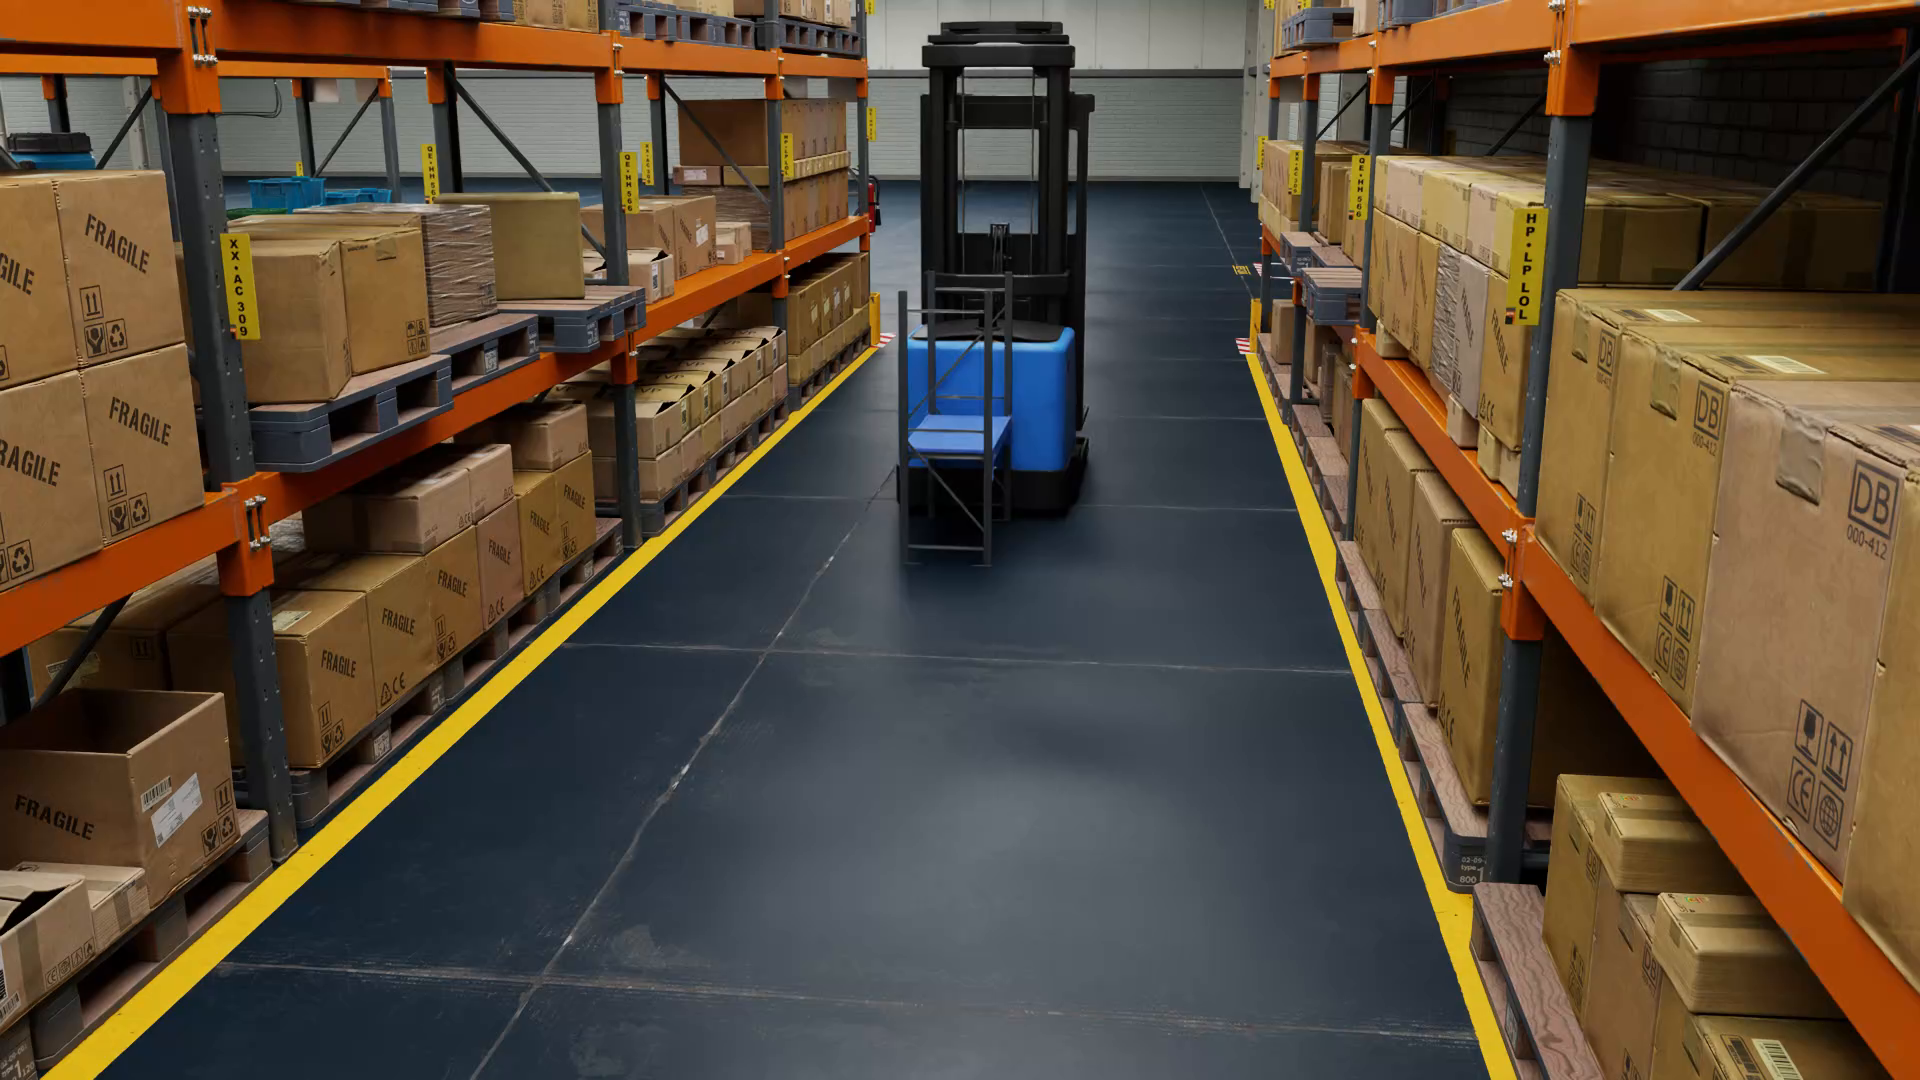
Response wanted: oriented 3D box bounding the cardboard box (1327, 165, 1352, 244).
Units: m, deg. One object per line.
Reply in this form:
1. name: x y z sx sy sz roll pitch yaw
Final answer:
1. cardboard box: 2.886 -2.296 11.374 0.700 0.500 0.500 3 15 12

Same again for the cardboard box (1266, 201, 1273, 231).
1. cardboard box: 3.020 -2.902 14.896 0.500 0.250 0.500 1 15 5

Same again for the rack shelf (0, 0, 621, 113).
1. rack shelf: -2.552 -2.001 6.947 1.077 0.370 4.000 2 15 6

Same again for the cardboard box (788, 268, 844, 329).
1. cardboard box: -1.345 -2.194 15.056 0.500 0.500 0.500 2 15 6

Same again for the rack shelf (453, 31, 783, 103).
1. rack shelf: -2.101 -3.038 10.784 1.077 0.370 4.000 2 15 6

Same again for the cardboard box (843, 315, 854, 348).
1. cardboard box: -1.290 -1.962 15.633 0.500 0.250 0.500 2 15 6

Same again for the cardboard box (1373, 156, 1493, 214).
1. cardboard box: 2.285 -1.720 8.040 0.500 0.250 0.500 2 15 8

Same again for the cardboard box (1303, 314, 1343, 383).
1. cardboard box: 3.125 -1.588 13.733 0.500 0.500 0.500 1 15 2

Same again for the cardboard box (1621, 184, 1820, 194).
1. cardboard box: 2.508 -1.048 5.553 0.500 0.250 0.500 2 15 7

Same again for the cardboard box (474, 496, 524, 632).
1. cardboard box: -2.311 0.095 7.509 0.500 0.500 0.500 1 15 4

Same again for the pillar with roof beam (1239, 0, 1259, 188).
1. pillar with roof beam: 3.387 -13.945 43.996 9.100 9.000 0.400 2 15 6

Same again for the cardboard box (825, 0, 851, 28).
1. cardboard box: -1.292 -4.833 15.258 0.500 0.250 0.500 2 15 6

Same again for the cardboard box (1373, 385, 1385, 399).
1. cardboard box: 2.752 -0.976 10.034 0.500 0.250 0.500 2 15 7

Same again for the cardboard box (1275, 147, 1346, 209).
1. cardboard box: 2.911 -3.002 13.831 0.500 0.500 0.500 1 15 5

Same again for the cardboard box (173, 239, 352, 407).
1. cardboard box: -2.502 -0.749 5.689 0.700 0.500 0.500 -3 16 -13

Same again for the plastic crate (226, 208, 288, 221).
1. plastic crate: -6.363 -2.845 14.842 0.450 0.188 0.662 2 15 6

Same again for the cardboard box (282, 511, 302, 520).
1. cardboard box: -2.831 0.086 7.542 0.500 0.500 0.500 1 15 4

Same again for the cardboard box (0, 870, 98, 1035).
1. cardboard box: -2.645 1.055 4.323 0.500 0.311 0.500 2 15 6

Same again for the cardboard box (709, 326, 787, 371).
1. cardboard box: -1.636 -1.489 12.811 0.500 0.311 0.500 2 15 6

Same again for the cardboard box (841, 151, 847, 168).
1. cardboard box: -1.306 -3.683 16.100 0.380 0.149 0.250 2 15 8

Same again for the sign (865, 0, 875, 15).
1. sign: -0.886 -5.311 16.267 0.100 0.325 0.005 2 15 6

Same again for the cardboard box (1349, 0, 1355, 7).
1. cardboard box: 2.837 -3.620 10.923 0.500 0.311 0.500 2 15 8

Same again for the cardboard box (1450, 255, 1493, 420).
1. cardboard box: 1.994 -0.698 5.697 0.500 0.500 0.500 2 15 7

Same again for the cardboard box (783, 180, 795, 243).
1. cardboard box: -1.778 -2.757 13.920 0.700 0.500 0.500 2 15 6

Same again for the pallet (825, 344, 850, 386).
1. pallet: -1.609 -1.633 15.295 1.003 0.211 1.213 2 15 6

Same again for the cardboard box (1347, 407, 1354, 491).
1. cardboard box: 2.625 -0.468 9.592 0.700 0.500 0.500 2 15 7

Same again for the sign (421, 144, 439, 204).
1. sign: -2.878 -1.993 9.069 0.100 0.325 0.005 2 15 6

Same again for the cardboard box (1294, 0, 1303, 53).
1. cardboard box: 2.928 -4.086 13.052 0.500 0.500 0.500 0 15 2

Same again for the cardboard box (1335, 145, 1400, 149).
1. cardboard box: 3.479 -3.125 14.283 0.500 0.500 0.500 2 15 7

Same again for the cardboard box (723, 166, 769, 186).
1. cardboard box: -1.652 -2.882 13.139 0.380 0.149 0.250 2 15 6

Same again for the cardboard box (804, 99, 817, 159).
1. cardboard box: -1.662 -3.637 14.688 0.700 0.500 0.500 2 15 6

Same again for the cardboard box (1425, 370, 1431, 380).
1. cardboard box: 2.211 -0.749 7.130 0.380 0.149 0.250 2 15 7

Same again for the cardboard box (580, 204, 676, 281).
1. cardboard box: -2.153 -1.903 10.761 0.500 0.500 0.500 1 15 3

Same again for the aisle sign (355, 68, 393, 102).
1. aisle sign: -6.042 -4.906 17.077 0.394 0.787 0.004 2 15 6

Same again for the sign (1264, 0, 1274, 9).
1. sign: 2.959 -5.235 15.854 0.100 0.325 0.005 2 15 6

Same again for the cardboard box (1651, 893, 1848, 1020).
1. cardboard box: 1.680 0.864 3.462 0.380 0.149 0.250 1 15 5

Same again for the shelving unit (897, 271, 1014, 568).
1. shelving unit: -0.009 -0.714 9.428 0.538 1.500 1.048 2 15 7

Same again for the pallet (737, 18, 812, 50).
1. pallet: -1.805 -4.084 13.441 1.003 0.211 1.213 2 15 6

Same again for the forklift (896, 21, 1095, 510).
1. forklift: 0.318 -1.934 11.199 1.130 2.935 3.031 2 15 7

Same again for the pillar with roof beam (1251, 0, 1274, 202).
1. pillar with roof beam: 2.710 -12.389 38.241 9.100 9.000 0.400 2 15 6

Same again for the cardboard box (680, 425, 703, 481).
1. cardboard box: -1.920 -0.552 10.420 0.500 0.250 0.500 1 15 5

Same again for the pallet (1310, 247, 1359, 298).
1. pallet: 2.779 -1.696 10.555 1.003 0.211 1.213 2 15 6

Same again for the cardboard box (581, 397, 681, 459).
1. cardboard box: -1.976 -0.692 9.864 0.500 0.311 0.500 2 15 8

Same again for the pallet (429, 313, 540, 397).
1. pallet: -2.541 -0.822 7.322 1.003 0.211 1.213 2 15 6

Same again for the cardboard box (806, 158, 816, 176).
1. cardboard box: -1.481 -3.284 14.625 0.380 0.149 0.250 2 15 6

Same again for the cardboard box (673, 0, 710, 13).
1. cardboard box: -2.013 -3.733 11.456 0.500 0.250 0.500 0 15 1

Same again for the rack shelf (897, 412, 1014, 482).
1. rack shelf: -0.009 -0.540 9.475 0.538 0.185 1.000 2 15 7

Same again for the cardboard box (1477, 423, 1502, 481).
1. cardboard box: 1.906 -0.287 5.420 0.380 0.149 0.250 2 15 7

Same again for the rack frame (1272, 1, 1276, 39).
1. rack frame: 3.499 -6.245 15.517 1.000 3.000 0.127 2 15 6

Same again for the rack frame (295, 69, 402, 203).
1. rack frame: -6.345 -3.641 17.380 1.000 3.000 0.127 2 15 6

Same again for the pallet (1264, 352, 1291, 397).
1. pallet: 3.223 -1.458 14.649 1.003 0.211 1.213 2 15 6

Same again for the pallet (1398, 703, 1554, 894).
1. pallet: 2.157 0.907 5.903 1.003 0.211 1.213 2 15 6

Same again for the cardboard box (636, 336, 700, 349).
1. cardboard box: -2.231 -1.373 12.382 0.500 0.311 0.500 2 15 6

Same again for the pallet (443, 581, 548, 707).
1. pallet: -2.589 0.435 7.648 1.003 0.211 1.213 2 15 6

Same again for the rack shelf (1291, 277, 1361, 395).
1. rack shelf: 2.822 -1.445 10.639 1.077 0.370 4.000 2 15 6
